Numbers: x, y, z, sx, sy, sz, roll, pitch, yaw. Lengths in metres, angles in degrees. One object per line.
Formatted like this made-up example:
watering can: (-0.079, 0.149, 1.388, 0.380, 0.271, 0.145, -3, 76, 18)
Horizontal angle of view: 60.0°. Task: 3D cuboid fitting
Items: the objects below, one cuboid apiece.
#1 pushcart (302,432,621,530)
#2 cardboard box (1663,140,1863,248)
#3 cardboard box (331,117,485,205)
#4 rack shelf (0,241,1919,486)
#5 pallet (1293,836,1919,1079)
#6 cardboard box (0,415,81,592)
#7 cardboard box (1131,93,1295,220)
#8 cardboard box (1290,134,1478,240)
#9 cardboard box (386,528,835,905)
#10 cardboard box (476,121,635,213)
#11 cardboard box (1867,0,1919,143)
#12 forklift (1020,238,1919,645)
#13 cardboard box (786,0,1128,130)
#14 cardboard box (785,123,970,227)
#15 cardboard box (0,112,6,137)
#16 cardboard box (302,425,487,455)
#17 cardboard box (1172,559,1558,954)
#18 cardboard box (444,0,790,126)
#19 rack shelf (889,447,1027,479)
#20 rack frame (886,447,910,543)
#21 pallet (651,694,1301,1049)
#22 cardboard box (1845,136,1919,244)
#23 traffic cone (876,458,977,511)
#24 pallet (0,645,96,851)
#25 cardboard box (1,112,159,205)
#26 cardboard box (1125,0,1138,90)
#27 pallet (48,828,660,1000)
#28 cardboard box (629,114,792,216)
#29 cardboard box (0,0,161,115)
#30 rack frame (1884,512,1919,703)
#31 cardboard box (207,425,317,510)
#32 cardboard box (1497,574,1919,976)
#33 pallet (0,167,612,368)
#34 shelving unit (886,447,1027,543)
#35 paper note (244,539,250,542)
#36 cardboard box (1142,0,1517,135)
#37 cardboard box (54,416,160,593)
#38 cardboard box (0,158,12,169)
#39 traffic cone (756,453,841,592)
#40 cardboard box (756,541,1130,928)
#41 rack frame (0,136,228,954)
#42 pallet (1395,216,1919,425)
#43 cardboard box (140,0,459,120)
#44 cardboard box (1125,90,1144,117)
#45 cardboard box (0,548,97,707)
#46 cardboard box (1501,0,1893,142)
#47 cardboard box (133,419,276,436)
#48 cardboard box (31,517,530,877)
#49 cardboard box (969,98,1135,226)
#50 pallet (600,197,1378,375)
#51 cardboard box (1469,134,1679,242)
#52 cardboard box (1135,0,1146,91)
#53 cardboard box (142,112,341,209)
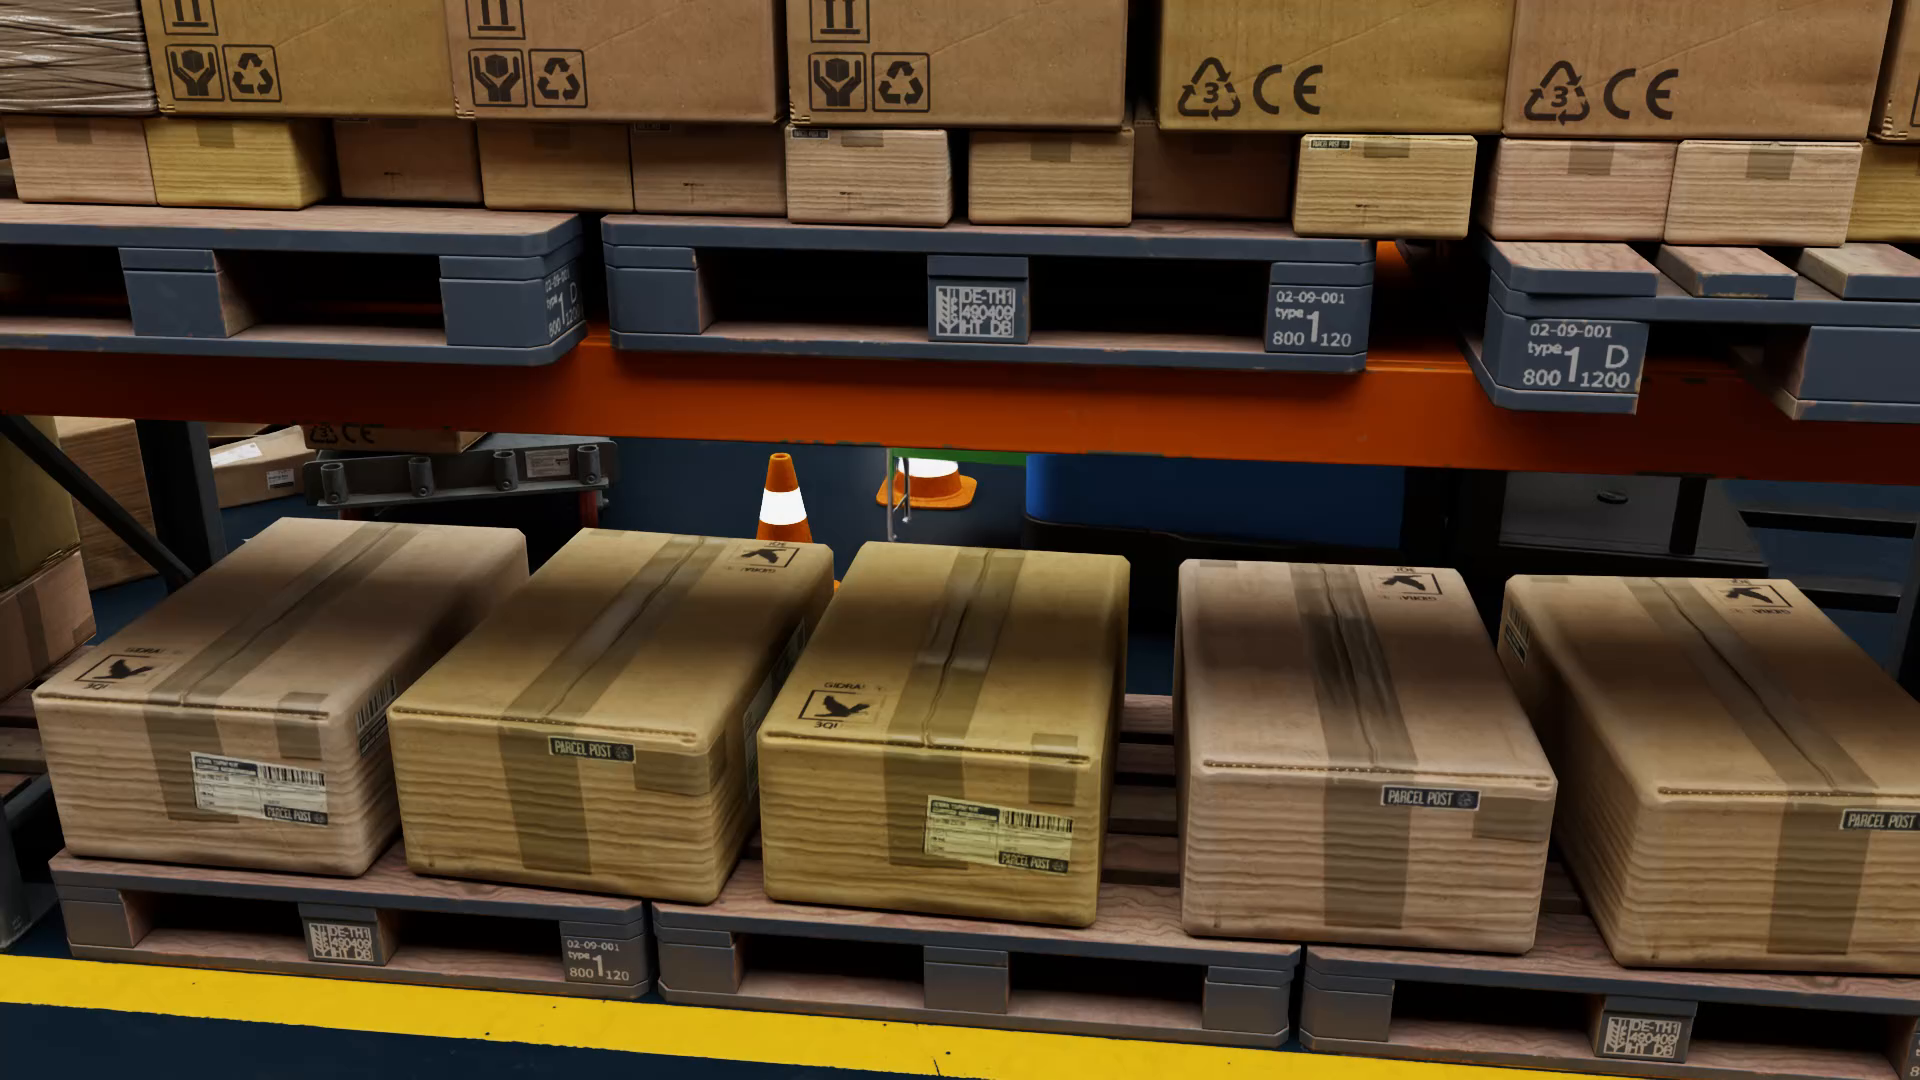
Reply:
pushcart: (-1.699, -0.365, 5.849, 0.936, 0.377, 1.648, -5, 22, -12)
cardboard box: (1.171, -0.563, 2.554, 0.250, 0.149, 0.380, 2, 22, 6)
cardboard box: (-0.869, -0.690, 2.877, 0.250, 0.149, 0.380, 4, 22, 10)
rack shelf: (0.069, -0.328, 3.169, 4.000, 0.370, 1.077, 2, 22, 6)
pallet: (1.279, 0.686, 3.418, 1.213, 0.211, 1.003, 2, 22, 6)
cardboard box: (-2.472, -0.139, 3.860, 0.500, 0.500, 0.500, 4, 22, 9)
cardboard box: (0.412, -0.640, 2.750, 0.250, 0.149, 0.380, 3, 22, 7)
cardboard box: (0.647, -0.584, 2.606, 0.250, 0.149, 0.380, 3, 22, 7)
cardboard box: (-0.682, 0.329, 3.531, 0.625, 0.372, 0.950, 4, 22, 10)
cardboard box: (-0.618, -0.664, 2.810, 0.250, 0.149, 0.380, 3, 22, 7)
cardboard box: (1.570, -0.875, 2.461, 0.500, 0.500, 0.500, 2, 22, 5)
forklift: (1.749, -1.194, 4.473, 3.031, 2.935, 1.130, 5, 22, 12)
cardboard box: (0.012, -0.939, 2.622, 0.500, 0.500, 0.500, 2, 22, 4)
cardboard box: (-0.115, -0.622, 2.704, 0.250, 0.149, 0.380, 3, 22, 8)
cardboard box: (-2.322, -1.055, 3.488, 0.500, 0.500, 0.500, 2, 22, 6)
cardboard box: (-1.738, -0.590, 5.223, 0.500, 0.500, 0.500, 2, 22, 6)
cardboard box: (0.761, 0.393, 3.368, 0.625, 0.372, 0.950, 2, 22, 5)
cardboard box: (-0.499, -0.957, 2.668, 0.500, 0.500, 0.500, 2, 22, 6)
rack shelf: (0.036, -0.289, 5.366, 0.480, 0.148, 0.258, 5, 22, 12)
rack frame: (-0.202, -0.592, 5.304, 0.015, 1.200, 0.240, 5, 22, 12)
pallet: (0.071, 0.632, 3.553, 1.213, 0.211, 1.003, 2, 22, 6)
cardboard box: (1.427, -0.568, 2.568, 0.250, 0.149, 0.380, 3, 22, 7)
traffic cone: (-0.116, -0.380, 5.771, 0.334, 0.463, 0.336, 2, 22, 6)
pallet: (-2.589, 0.531, 3.809, 1.213, 0.211, 1.003, 2, 22, 6)
cardboard box: (-1.406, -0.689, 2.873, 0.250, 0.149, 0.380, 3, 22, 7)
cardboard box: (0.093, -1.126, 3.095, 0.500, 0.500, 0.500, 2, 22, 4)
pallet: (-1.144, 0.580, 3.685, 1.213, 0.211, 1.003, 2, 22, 6)
cardboard box: (-0.373, -0.653, 2.781, 0.250, 0.149, 0.380, 3, 22, 7)
cardboard box: (-1.486, -1.005, 2.789, 0.500, 0.500, 0.500, 3, 22, 8)
rack frame: (2.055, -0.576, 2.818, 0.127, 3.000, 1.000, 2, 22, 6)
cardboard box: (-2.474, -0.297, 5.830, 0.396, 0.266, 0.258, -14, 25, -31)
cardboard box: (1.495, 0.422, 3.295, 0.625, 0.372, 0.950, 1, 22, 3)
pallet: (-1.176, -0.574, 3.073, 1.213, 0.211, 1.003, 2, 22, 6)
shelving unit: (0.036, -0.572, 5.255, 0.503, 1.200, 0.258, 5, 22, 12)
paper note: (-2.243, -0.015, 5.435, 0.142, 0.019, 0.148, 2, 22, 6)
cardboard box: (0.554, -0.915, 2.561, 0.500, 0.500, 0.500, 1, 22, 3)
cardboard box: (-2.822, -0.131, 5.089, 0.500, 0.500, 0.500, -19, 28, -40)
cardboard box: (-2.193, -0.763, 3.633, 0.250, 0.149, 0.380, 2, 22, 6)
traffic cone: (-0.521, -0.027, 4.879, 0.334, 0.463, 0.336, 2, 22, 6)
cardboard box: (0.009, 0.358, 3.457, 0.625, 0.372, 0.950, 3, 22, 8)
rack frame: (-1.918, -0.750, 3.256, 0.127, 3.000, 1.000, 2, 22, 6)
pallet: (1.334, -0.479, 2.833, 1.003, 0.211, 1.213, 2, 22, 6)
cardboard box: (-0.988, -0.983, 2.735, 0.500, 0.500, 0.500, 3, 22, 6)
cardboard box: (0.406, -0.789, 3.127, 0.250, 0.149, 0.380, 3, 22, 8)
cardboard box: (-2.472, 0.210, 3.998, 0.500, 0.250, 0.500, 2, 22, 4)
cardboard box: (1.056, -0.893, 2.507, 0.500, 0.500, 0.500, 2, 22, 5)
cardboard box: (-2.918, -0.636, 6.179, 0.503, 0.637, 0.797, 2, 22, 6)
cardboard box: (-1.396, 0.299, 3.607, 0.625, 0.372, 0.950, 3, 22, 7)
cardboard box: (0.153, -0.621, 2.702, 0.250, 0.149, 0.380, 2, 22, 5)
pallet: (0.084, -0.558, 3.032, 1.213, 0.211, 1.003, 2, 22, 6)
cardboard box: (0.922, -0.577, 2.589, 0.250, 0.149, 0.380, 1, 22, 4)
cardboard box: (0.589, -1.101, 3.033, 0.500, 0.500, 0.500, 3, 22, 7)
cardboard box: (-1.159, -0.675, 2.837, 0.250, 0.149, 0.380, 3, 22, 7)
